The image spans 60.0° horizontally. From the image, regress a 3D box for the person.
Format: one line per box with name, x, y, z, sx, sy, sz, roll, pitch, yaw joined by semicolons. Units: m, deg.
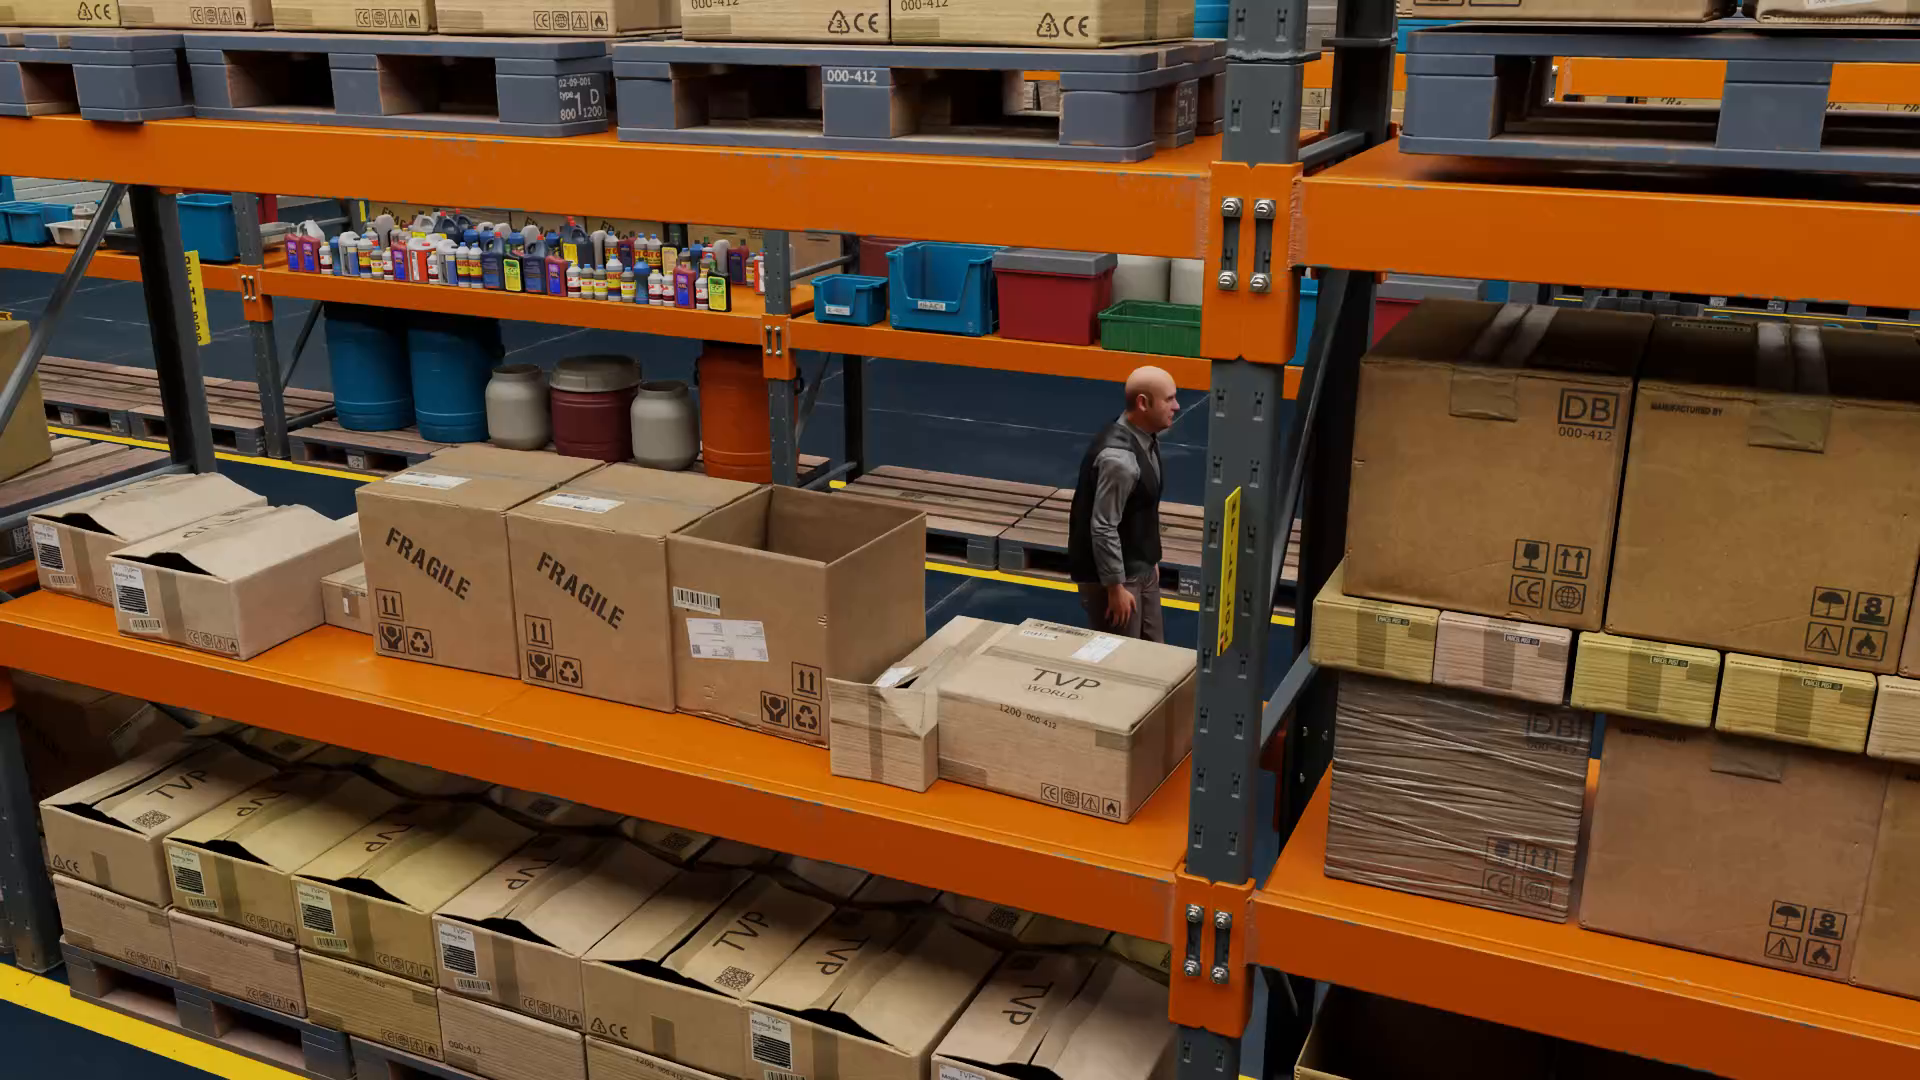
person;0.674;0.147;6.672;0.473;1.720;0.593;7;20;20
